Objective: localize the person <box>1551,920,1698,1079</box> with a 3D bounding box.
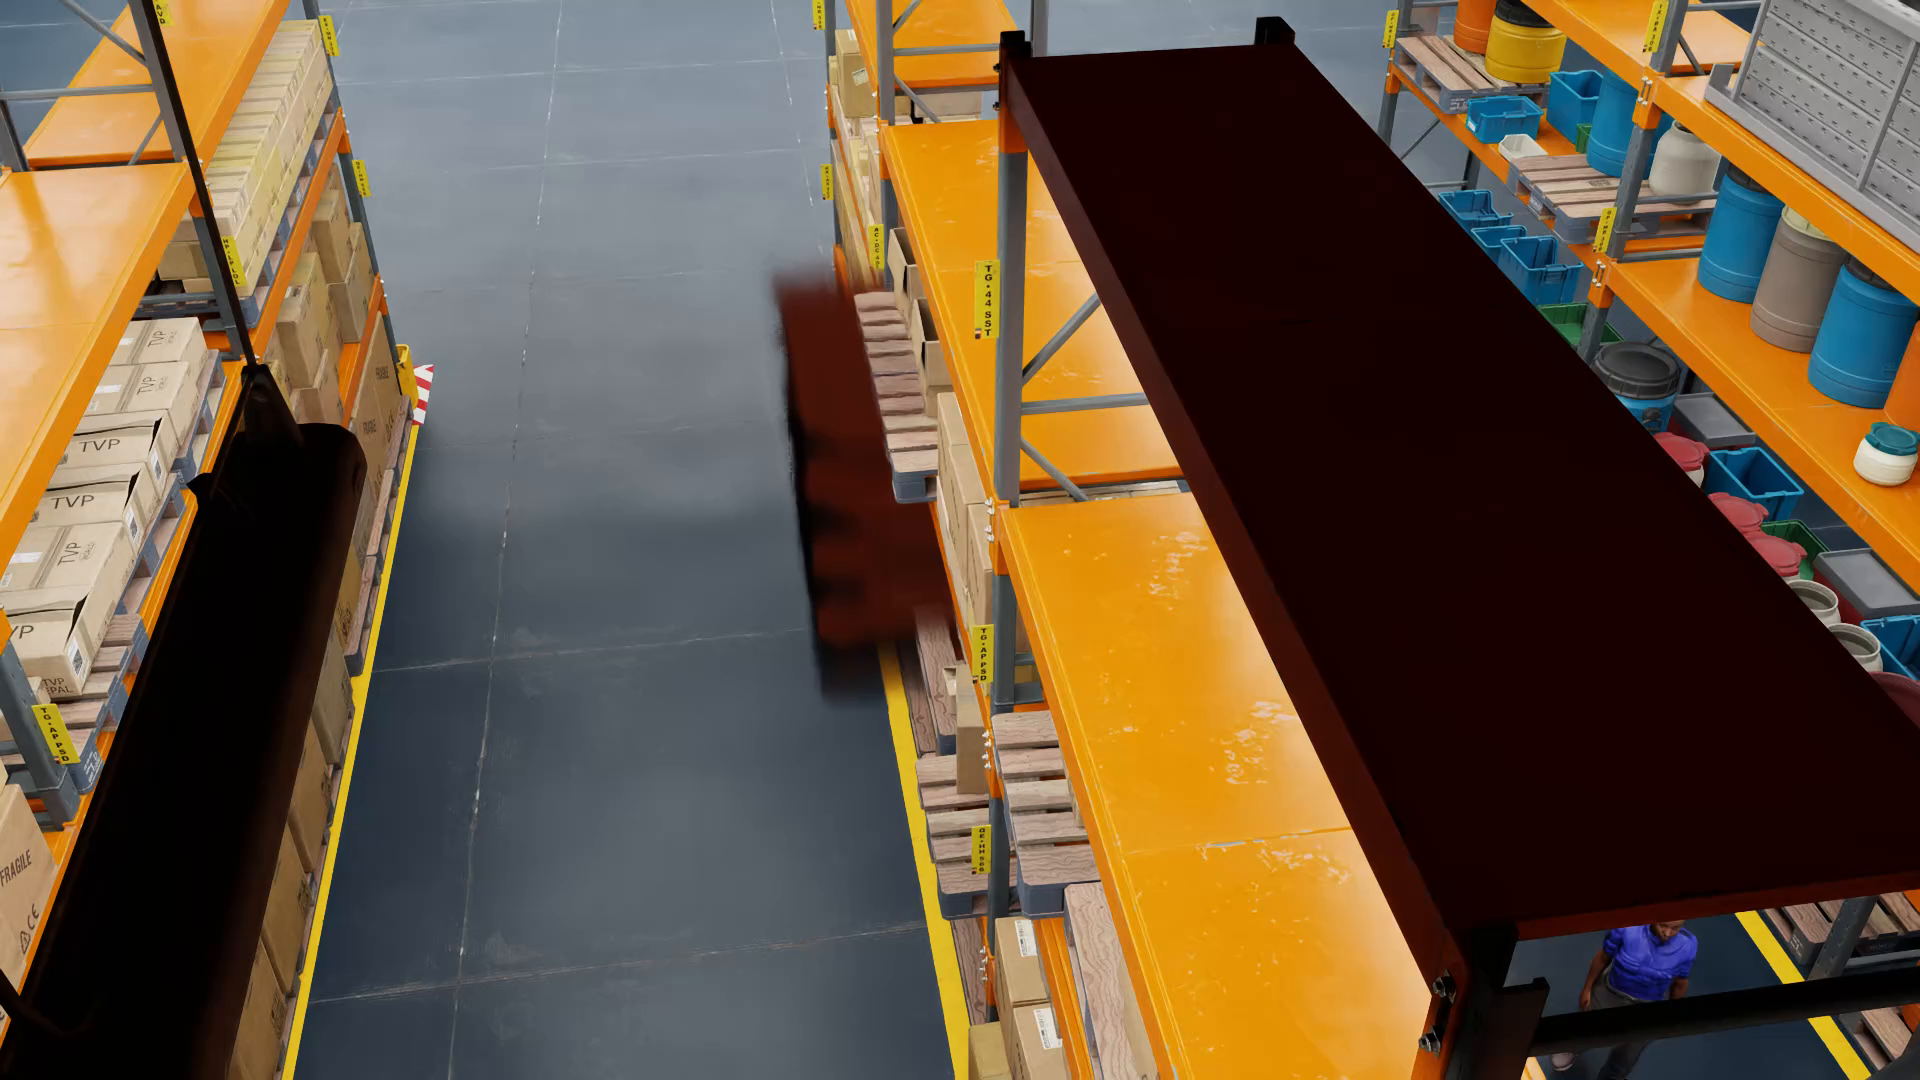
[{"bbox_3d":[3.543,2.396,8.804,0.497,1.657,0.472,14,38,18],"label":"person"}]
